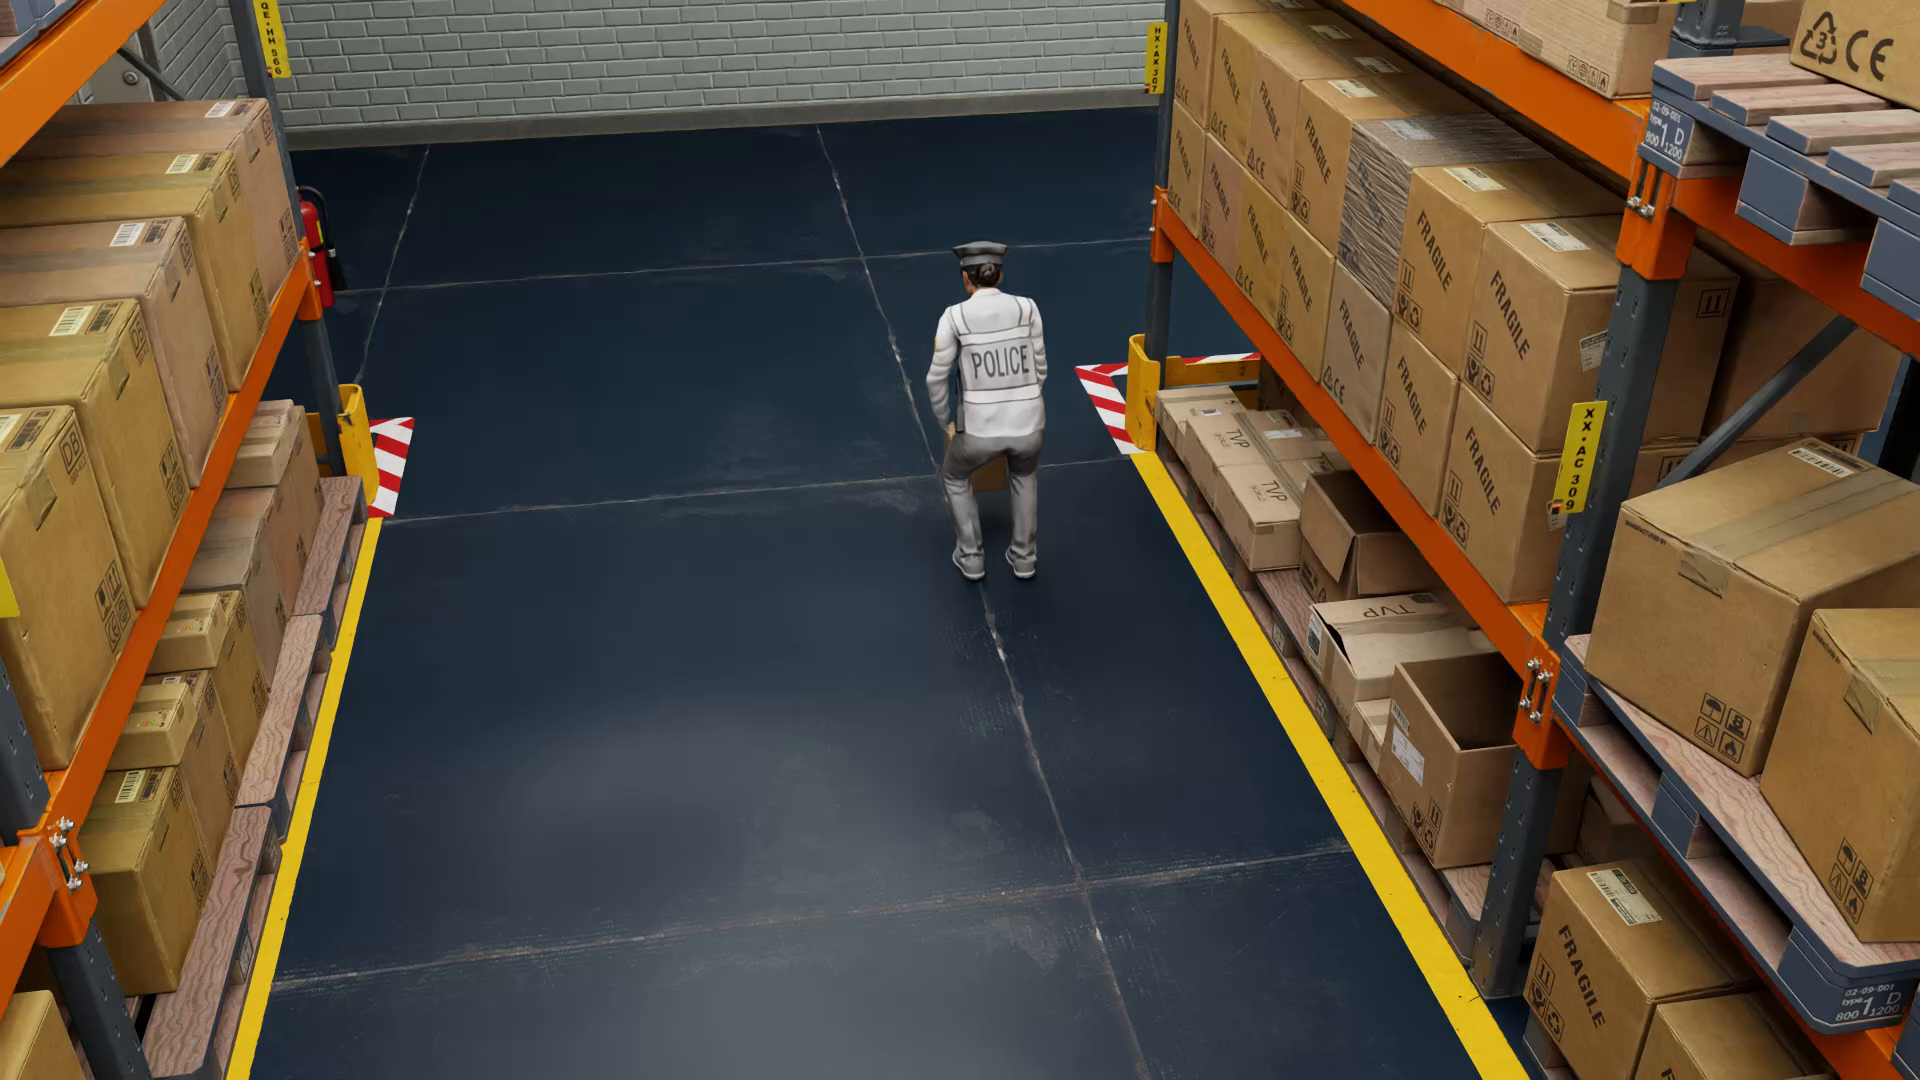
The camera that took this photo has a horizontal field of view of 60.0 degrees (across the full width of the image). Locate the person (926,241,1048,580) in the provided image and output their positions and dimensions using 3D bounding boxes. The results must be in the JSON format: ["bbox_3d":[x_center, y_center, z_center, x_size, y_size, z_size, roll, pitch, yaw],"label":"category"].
[{"bbox_3d":[0.120,-0.533,7.194,0.529,1.501,0.612,-5,31,-8],"label":"person"}]
